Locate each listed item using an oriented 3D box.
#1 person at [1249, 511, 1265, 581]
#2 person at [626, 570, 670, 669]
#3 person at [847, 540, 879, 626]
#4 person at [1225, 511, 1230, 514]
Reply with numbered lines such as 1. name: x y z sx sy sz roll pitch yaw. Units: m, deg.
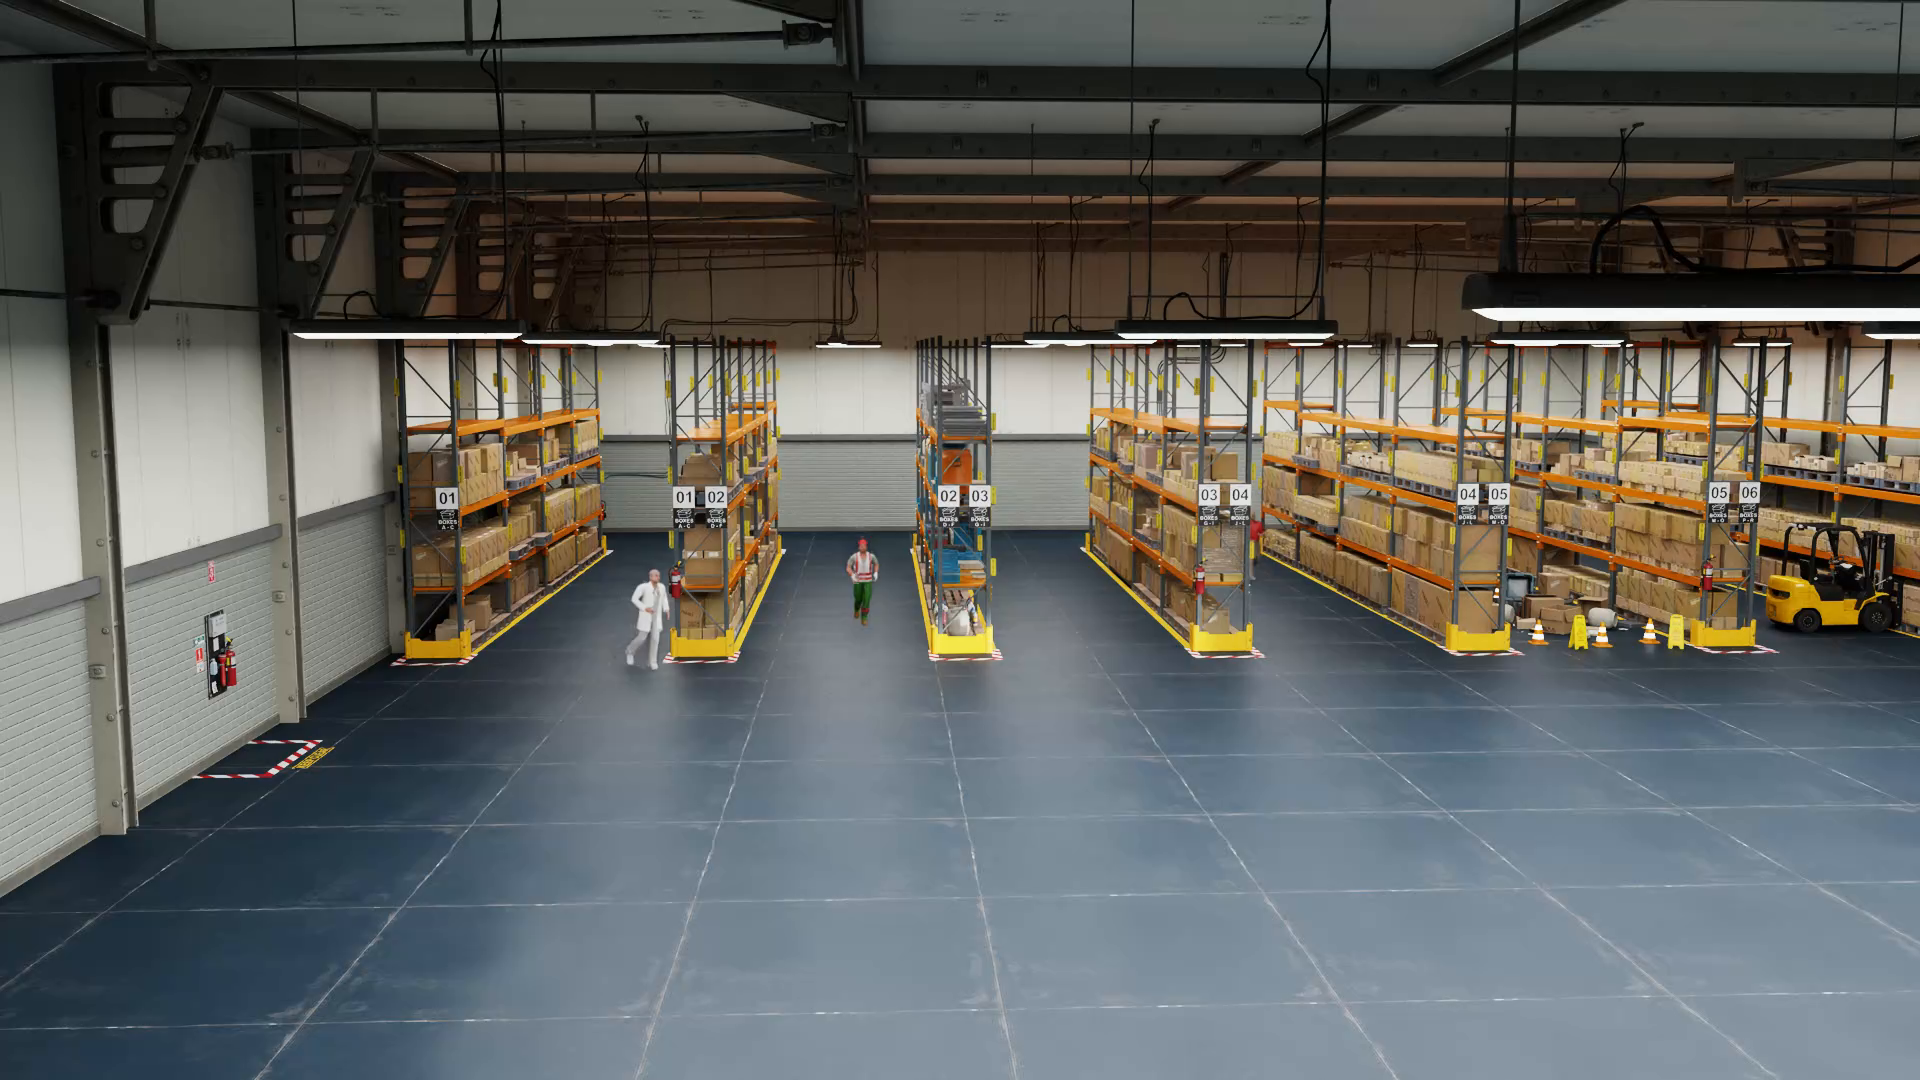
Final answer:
1. person: 7.329 0.124 41.765 0.673 1.699 0.944 -1 7 -5
2. person: -5.592 1.413 30.200 0.775 1.752 0.961 -5 8 -40
3. person: -2.013 0.868 34.604 0.683 1.770 0.717 -1 7 -10
4. person: 7.441 -0.366 46.332 0.614 1.646 0.529 0 6 -2
